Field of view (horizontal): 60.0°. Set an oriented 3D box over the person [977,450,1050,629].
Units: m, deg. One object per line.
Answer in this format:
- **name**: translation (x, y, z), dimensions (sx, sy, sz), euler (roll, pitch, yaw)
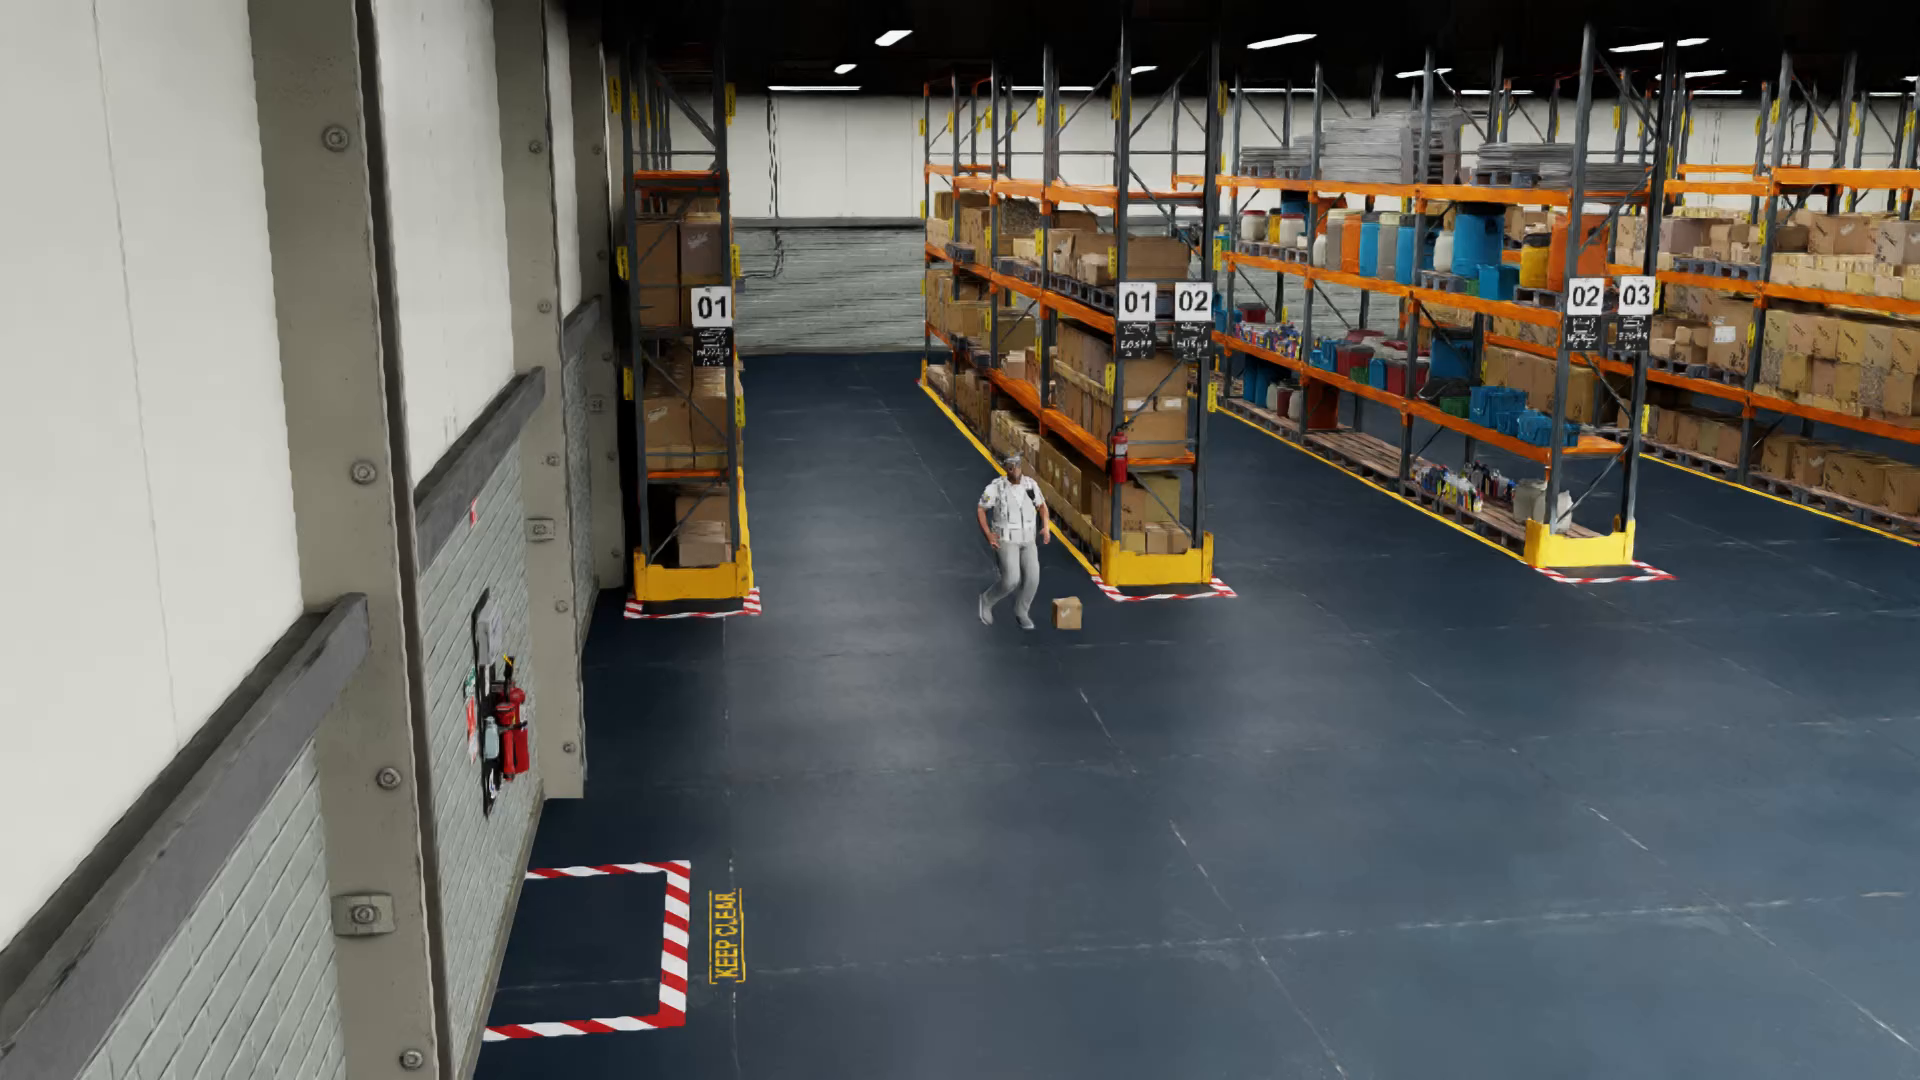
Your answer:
- **person**: translation (0.558, -0.004, 16.030), dimensions (0.714, 1.742, 0.503), euler (-7, 15, -27)
